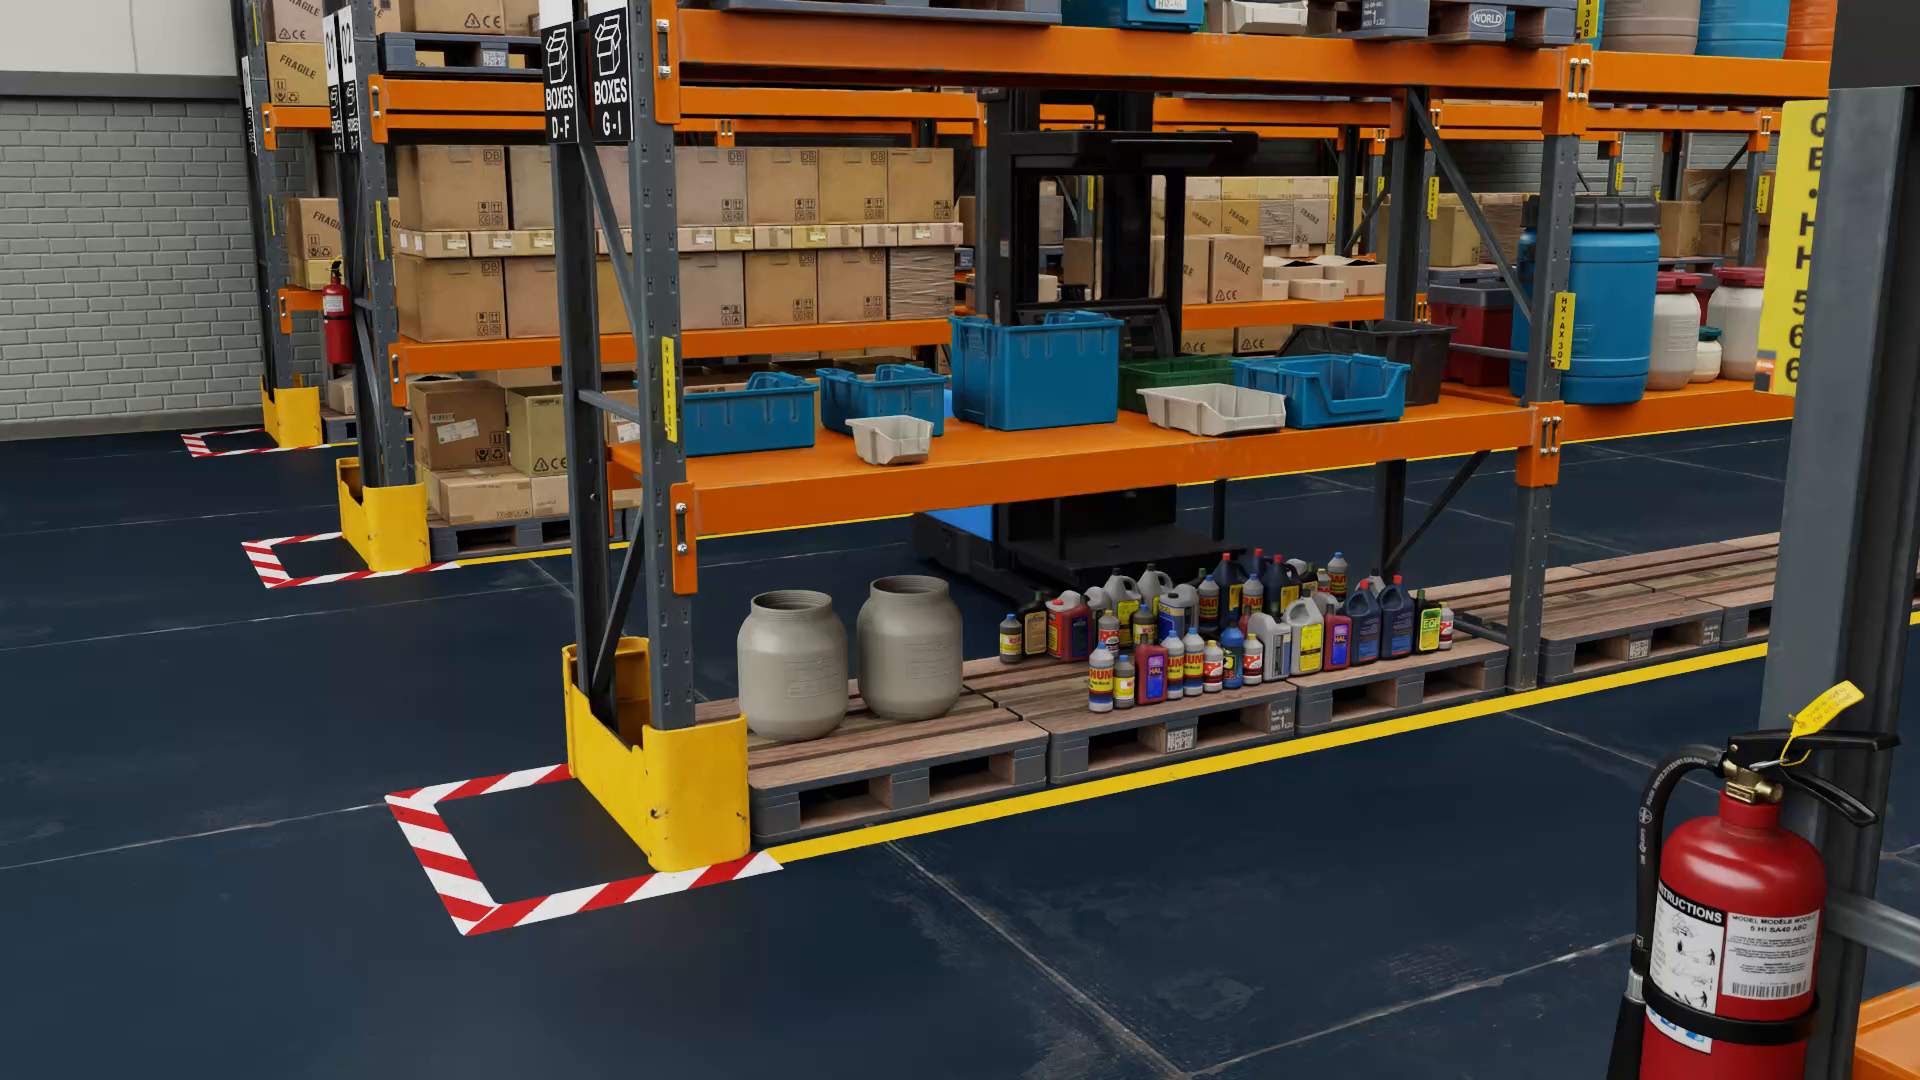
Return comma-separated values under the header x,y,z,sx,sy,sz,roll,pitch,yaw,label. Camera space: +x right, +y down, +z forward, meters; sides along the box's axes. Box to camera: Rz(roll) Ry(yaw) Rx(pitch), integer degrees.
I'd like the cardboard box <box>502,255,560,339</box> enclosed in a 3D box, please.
x,y,z,sx,sy,sz,roll,pitch,yaw,label
-2.675,-1.555,10.457,0.500,0.500,0.700,-6,14,-26,cardboard box

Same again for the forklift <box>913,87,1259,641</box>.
x,y,z,sx,sy,sz,roll,pitch,yaw,label
0.830,-1.082,8.740,1.130,2.935,3.031,-6,14,-26,forklift

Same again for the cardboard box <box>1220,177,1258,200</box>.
x,y,z,sx,sy,sz,roll,pitch,yaw,label
2.971,-3.931,18.588,0.500,0.250,0.500,-7,15,-29,cardboard box

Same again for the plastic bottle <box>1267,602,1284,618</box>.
x,y,z,sx,sy,sz,roll,pitch,yaw,label
1.380,0.402,7.175,0.133,0.283,0.061,-7,14,-28,plastic bottle

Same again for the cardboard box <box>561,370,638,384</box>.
x,y,z,sx,sy,sz,roll,pitch,yaw,label
-2.351,-0.854,11.170,0.500,0.500,0.500,-7,14,-28,cardboard box

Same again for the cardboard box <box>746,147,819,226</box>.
x,y,z,sx,sy,sz,roll,pitch,yaw,label
-1.308,-2.352,11.044,0.500,0.500,0.700,-7,14,-28,cardboard box

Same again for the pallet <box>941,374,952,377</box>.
x,y,z,sx,sy,sz,roll,pitch,yaw,label
-0.661,-1.629,17.367,1.213,0.211,1.003,-7,14,-28,pallet

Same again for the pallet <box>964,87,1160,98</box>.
x,y,z,sx,sy,sz,roll,pitch,yaw,label
0.729,-3.289,11.996,1.217,0.209,0.805,-8,15,-30,pallet

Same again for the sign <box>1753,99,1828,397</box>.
x,y,z,sx,sy,sz,roll,pitch,yaw,label
0.945,-0.322,1.850,0.005,0.325,0.100,-7,14,-28,sign

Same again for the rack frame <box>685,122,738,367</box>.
x,y,z,sx,sy,sz,roll,pitch,yaw,label
-2.416,-2.778,16.122,0.127,3.000,1.000,-7,14,-28,rack frame

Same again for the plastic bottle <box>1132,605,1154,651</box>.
x,y,z,sx,sy,sz,roll,pitch,yaw,label
0.818,0.389,7.418,0.097,0.201,0.097,0,13,0,plastic bottle

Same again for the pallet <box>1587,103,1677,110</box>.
x,y,z,sx,sy,sz,roll,pitch,yaw,label
5.468,-3.872,14.580,1.003,0.211,1.213,-7,14,-28,pallet

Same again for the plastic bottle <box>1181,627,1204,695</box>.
x,y,z,sx,sy,sz,roll,pitch,yaw,label
0.949,0.491,6.807,0.097,0.271,0.097,0,13,0,plastic bottle

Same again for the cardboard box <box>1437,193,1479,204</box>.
x,y,z,sx,sy,sz,roll,pitch,yaw,label
5.733,-3.896,20.404,0.700,0.700,0.980,-7,15,-29,cardboard box

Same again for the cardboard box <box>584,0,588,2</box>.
x,y,z,sx,sy,sz,roll,pitch,yaw,label
-3.204,-4.623,14.936,0.500,0.500,0.500,-6,14,-25,cardboard box

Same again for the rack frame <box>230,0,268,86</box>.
x,y,z,sx,sy,sz,roll,pitch,yaw,label
-5.927,-5.284,13.593,0.127,3.000,1.000,-7,14,-28,rack frame

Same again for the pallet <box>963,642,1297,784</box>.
x,y,z,sx,sy,sz,roll,pitch,yaw,label
0.649,0.683,7.092,1.213,0.211,1.003,-7,14,-28,pallet

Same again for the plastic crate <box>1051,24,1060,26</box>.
x,y,z,sx,sy,sz,roll,pitch,yaw,label
0.350,-2.162,6.590,0.575,0.384,0.392,-7,14,-28,plastic crate

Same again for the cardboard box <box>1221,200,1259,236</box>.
x,y,z,sx,sy,sz,roll,pitch,yaw,label
2.998,-3.566,18.671,0.500,0.500,0.500,-6,14,-26,cardboard box

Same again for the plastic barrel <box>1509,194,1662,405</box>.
x,y,z,sx,sy,sz,roll,pitch,yaw,label
2.815,-1.096,7.504,0.708,0.901,0.600,-7,14,-28,plastic barrel

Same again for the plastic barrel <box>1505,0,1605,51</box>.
x,y,z,sx,sy,sz,roll,pitch,yaw,label
2.673,-2.672,7.677,0.708,0.901,0.600,-7,14,-28,plastic barrel

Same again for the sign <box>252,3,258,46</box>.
x,y,z,sx,sy,sz,roll,pitch,yaw,label
-5.667,-4.143,13.362,0.005,0.325,0.100,-7,14,-28,sign

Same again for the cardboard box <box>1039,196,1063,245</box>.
x,y,z,sx,sy,sz,roll,pitch,yaw,label
0.687,-3.411,17.704,0.500,0.500,0.700,-9,15,-34,cardboard box

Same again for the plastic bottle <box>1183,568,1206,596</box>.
x,y,z,sx,sy,sz,roll,pitch,yaw,label
1.093,0.276,7.736,0.133,0.283,0.061,-6,14,-25,plastic bottle

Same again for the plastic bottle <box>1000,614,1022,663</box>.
x,y,z,sx,sy,sz,roll,pitch,yaw,label
0.222,0.425,7.261,0.097,0.201,0.097,0,13,0,plastic bottle

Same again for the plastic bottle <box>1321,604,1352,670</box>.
x,y,z,sx,sy,sz,roll,pitch,yaw,label
1.612,0.410,7.138,0.133,0.283,0.061,-6,14,-24,plastic bottle

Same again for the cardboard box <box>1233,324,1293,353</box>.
x,y,z,sx,sy,sz,roll,pitch,yaw,label
3.319,-2.588,19.218,0.750,0.750,0.750,-6,14,-26,cardboard box

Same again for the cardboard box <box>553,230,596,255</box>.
x,y,z,sx,sy,sz,roll,pitch,yaw,label
-2.430,-1.848,10.286,0.250,0.149,0.380,-7,14,-29,cardboard box

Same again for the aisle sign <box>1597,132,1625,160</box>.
x,y,z,sx,sy,sz,roll,pitch,yaw,label
8.324,-5.259,21.222,0.004,0.787,0.394,-7,14,-28,aisle sign

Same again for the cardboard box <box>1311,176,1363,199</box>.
x,y,z,sx,sy,sz,roll,pitch,yaw,label
4.319,-4.091,19.296,0.500,0.250,0.500,-6,14,-26,cardboard box

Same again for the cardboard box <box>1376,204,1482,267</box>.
x,y,z,sx,sy,sz,roll,pitch,yaw,label
3.971,-2.586,14.085,0.700,0.500,0.500,11,17,41,cardboard box

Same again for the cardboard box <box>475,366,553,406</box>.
x,y,z,sx,sy,sz,roll,pitch,yaw,label
-4.108,-1.535,15.291,0.500,0.500,0.700,-8,15,-31,cardboard box

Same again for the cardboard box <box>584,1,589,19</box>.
x,y,z,sx,sy,sz,roll,pitch,yaw,label
-2.178,-3.327,10.654,0.500,0.311,0.500,-5,14,-21,cardboard box

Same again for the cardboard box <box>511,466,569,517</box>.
x,y,z,sx,sy,sz,roll,pitch,yaw,label
-2.536,-0.333,10.564,0.500,0.250,0.500,-7,14,-28,cardboard box

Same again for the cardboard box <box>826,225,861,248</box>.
x,y,z,sx,sy,sz,roll,pitch,yaw,label
-0.852,-2.038,11.126,0.250,0.149,0.380,-7,14,-28,cardboard box

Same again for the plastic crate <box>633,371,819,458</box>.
x,y,z,sx,sy,sz,roll,pitch,yaw,label
-0.884,-0.486,6.275,0.616,0.251,0.499,-7,14,-28,plastic crate

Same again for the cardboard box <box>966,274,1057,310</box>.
x,y,z,sx,sy,sz,roll,pitch,yaw,label
0.372,-1.811,12.165,0.500,0.250,0.500,-6,14,-24,cardboard box

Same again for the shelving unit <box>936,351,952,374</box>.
x,y,z,sx,sy,sz,roll,pitch,yaw,label
-0.013,-0.584,10.471,0.189,1.200,0.258,-7,14,-28,shelving unit

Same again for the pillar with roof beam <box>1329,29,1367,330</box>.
x,y,z,sx,sy,sz,roll,pitch,yaw,label
6.869,-5.957,16.584,0.400,9.000,9.100,-7,14,-28,pillar with roof beam

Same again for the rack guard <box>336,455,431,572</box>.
x,y,z,sx,sy,sz,roll,pitch,yaw,label
-3.571,-0.181,10.275,0.348,0.500,1.175,-7,14,-28,rack guard

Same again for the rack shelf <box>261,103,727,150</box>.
x,y,z,sx,sy,sz,roll,pitch,yaw,label
-4.171,-3.680,14.936,4.000,0.370,1.077,-7,14,-28,rack shelf

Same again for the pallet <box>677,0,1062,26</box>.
x,y,z,sx,sy,sz,roll,pitch,yaw,label
-0.407,-1.887,5.762,1.213,0.211,1.003,-7,14,-28,pallet

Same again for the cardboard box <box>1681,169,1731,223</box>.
x,y,z,sx,sy,sz,roll,pitch,yaw,label
7.303,-3.305,15.958,0.500,0.500,0.500,-7,14,-28,cardboard box

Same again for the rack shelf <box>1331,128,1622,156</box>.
x,y,z,sx,sy,sz,roll,pitch,yaw,label
6.361,-4.943,20.546,4.000,0.370,1.077,-7,14,-28,rack shelf

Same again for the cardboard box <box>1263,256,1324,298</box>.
x,y,z,sx,sy,sz,roll,pitch,yaw,label
2.594,-2.144,13.509,0.500,0.311,0.500,-7,14,-29,cardboard box

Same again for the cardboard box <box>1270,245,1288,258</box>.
x,y,z,sx,sy,sz,roll,pitch,yaw,label
3.536,-3.315,19.034,0.250,0.149,0.380,-7,14,-28,cardboard box

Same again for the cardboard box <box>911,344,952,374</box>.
x,y,z,sx,sy,sz,roll,pitch,yaw,label
-0.442,-2.019,17.439,0.500,0.500,0.700,-7,14,-28,cardboard box

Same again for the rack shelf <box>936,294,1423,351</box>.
x,y,z,sx,sy,sz,roll,pitch,yaw,label
1.716,-1.683,12.895,4.000,0.370,1.077,-7,14,-28,rack shelf

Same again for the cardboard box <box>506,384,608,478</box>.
x,y,z,sx,sy,sz,roll,pitch,yaw,label
-2.535,-0.699,10.481,0.500,0.500,0.500,-7,14,-28,cardboard box

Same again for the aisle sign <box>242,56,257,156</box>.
x,y,z,sx,sy,sz,roll,pitch,yaw,label
-5.846,-3.560,13.676,0.004,0.787,0.394,-7,14,-28,aisle sign
